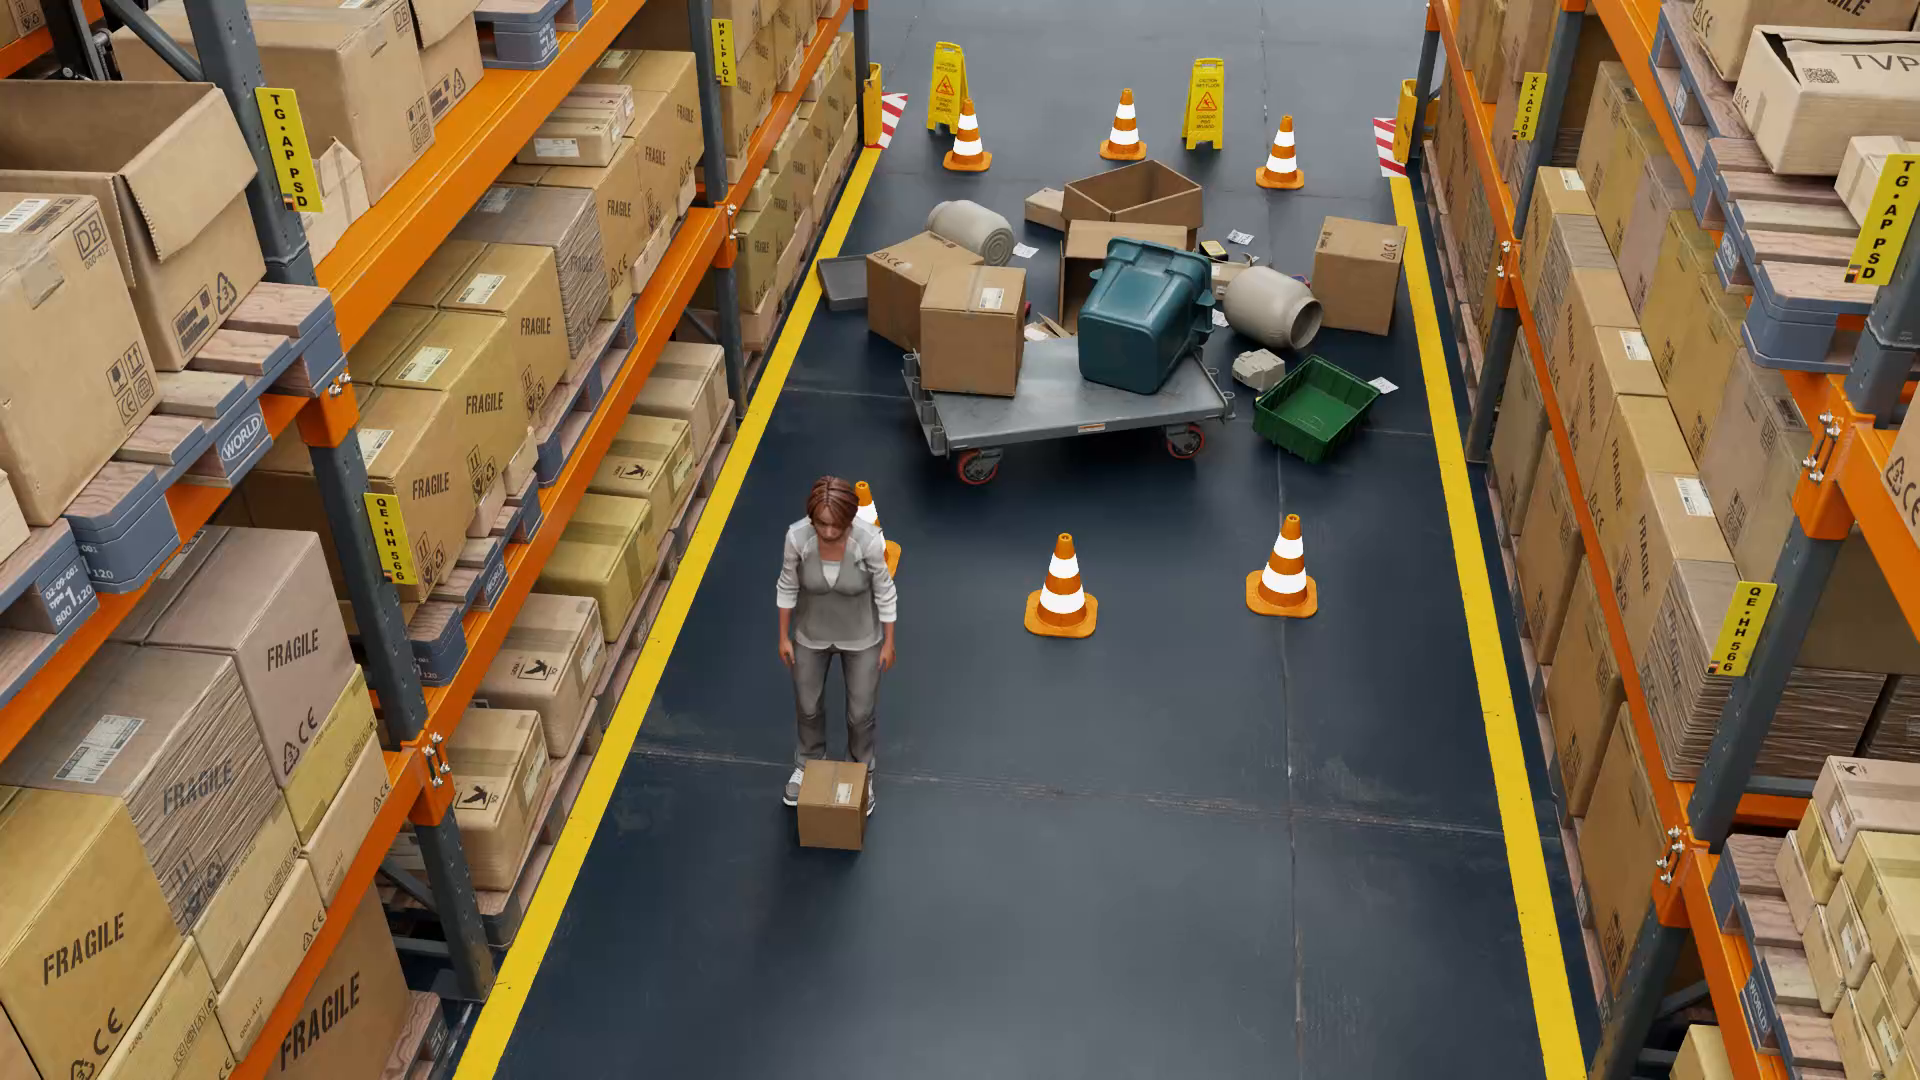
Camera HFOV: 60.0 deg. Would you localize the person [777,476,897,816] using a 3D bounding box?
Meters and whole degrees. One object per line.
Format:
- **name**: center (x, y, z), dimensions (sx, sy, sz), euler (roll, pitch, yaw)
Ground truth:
- **person**: center (-0.485, 0.401, 6.505), dimensions (0.484, 1.594, 0.369), euler (3, 37, 4)
